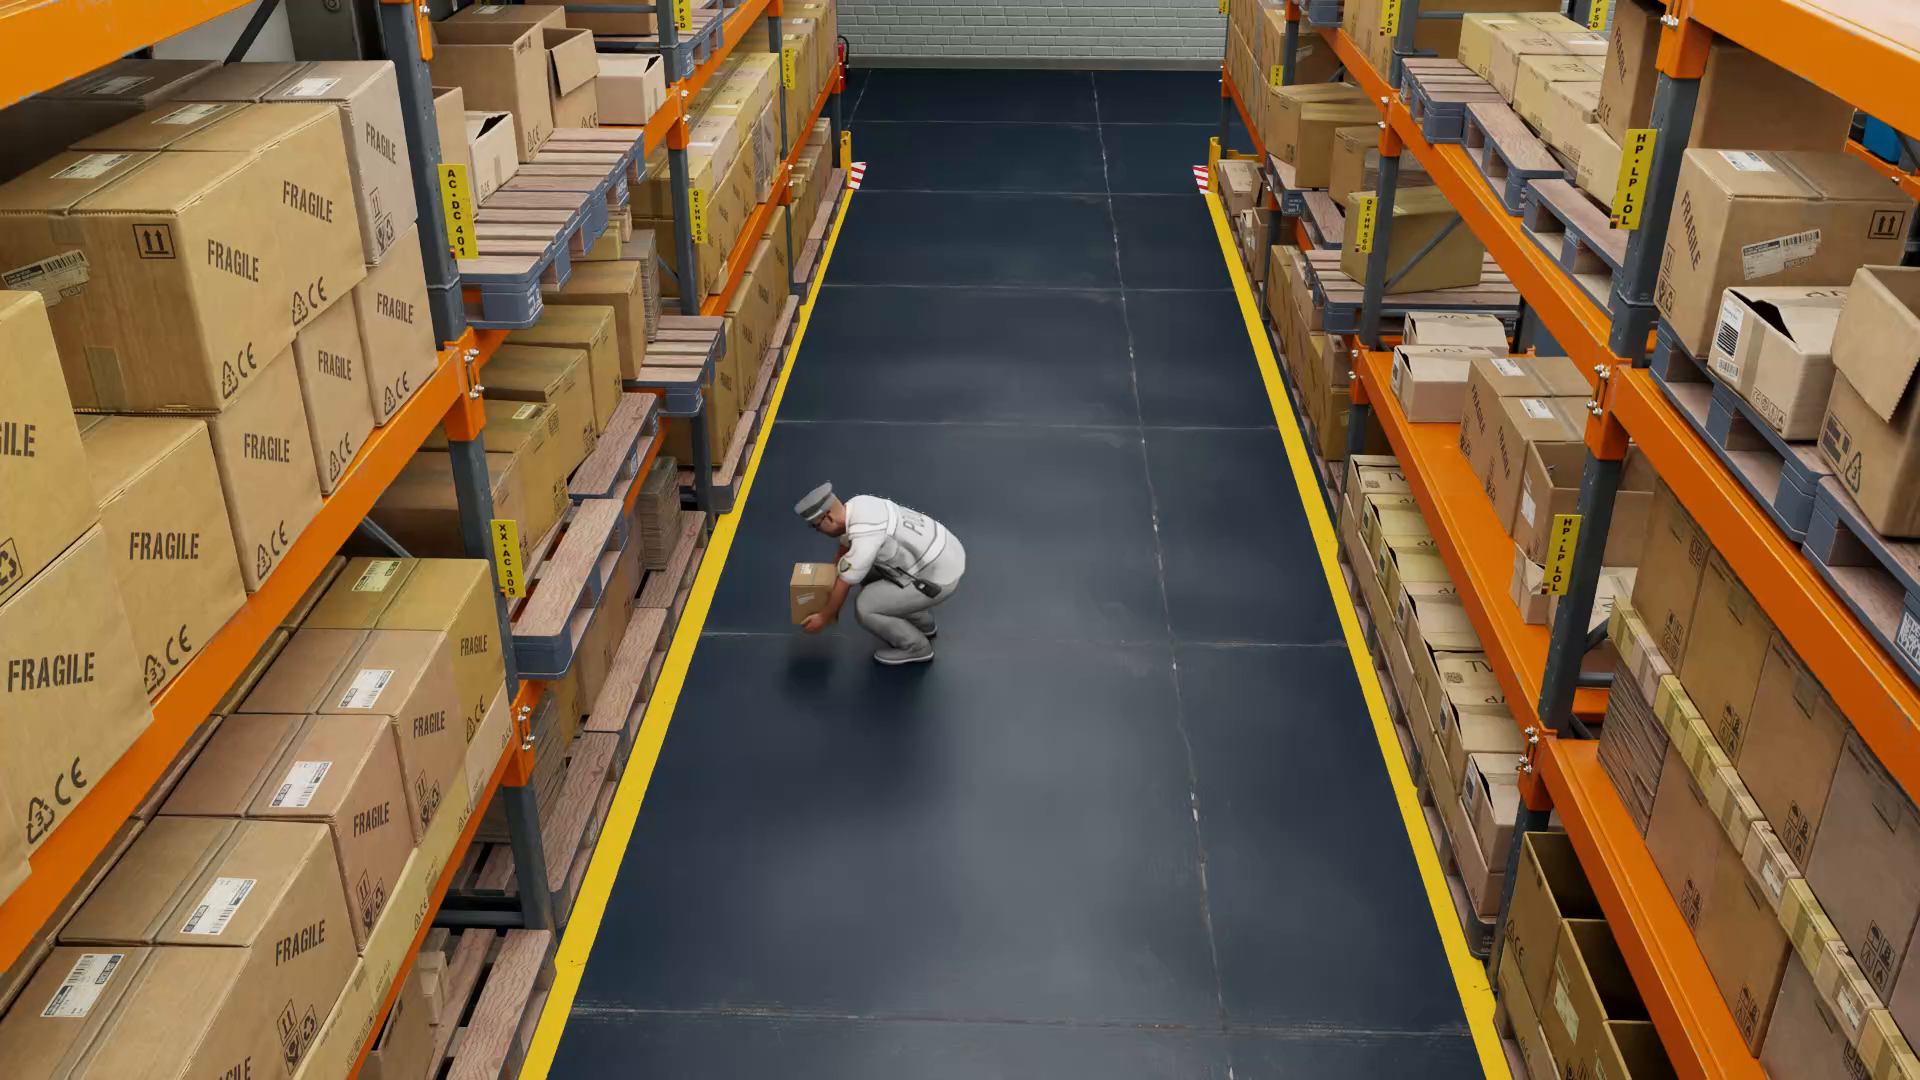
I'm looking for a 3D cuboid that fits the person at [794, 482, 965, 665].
[{"bbox_3d":[-0.429,0.156,9.103,0.914,1.028,0.565,1,28,2],"label":"person"}]
